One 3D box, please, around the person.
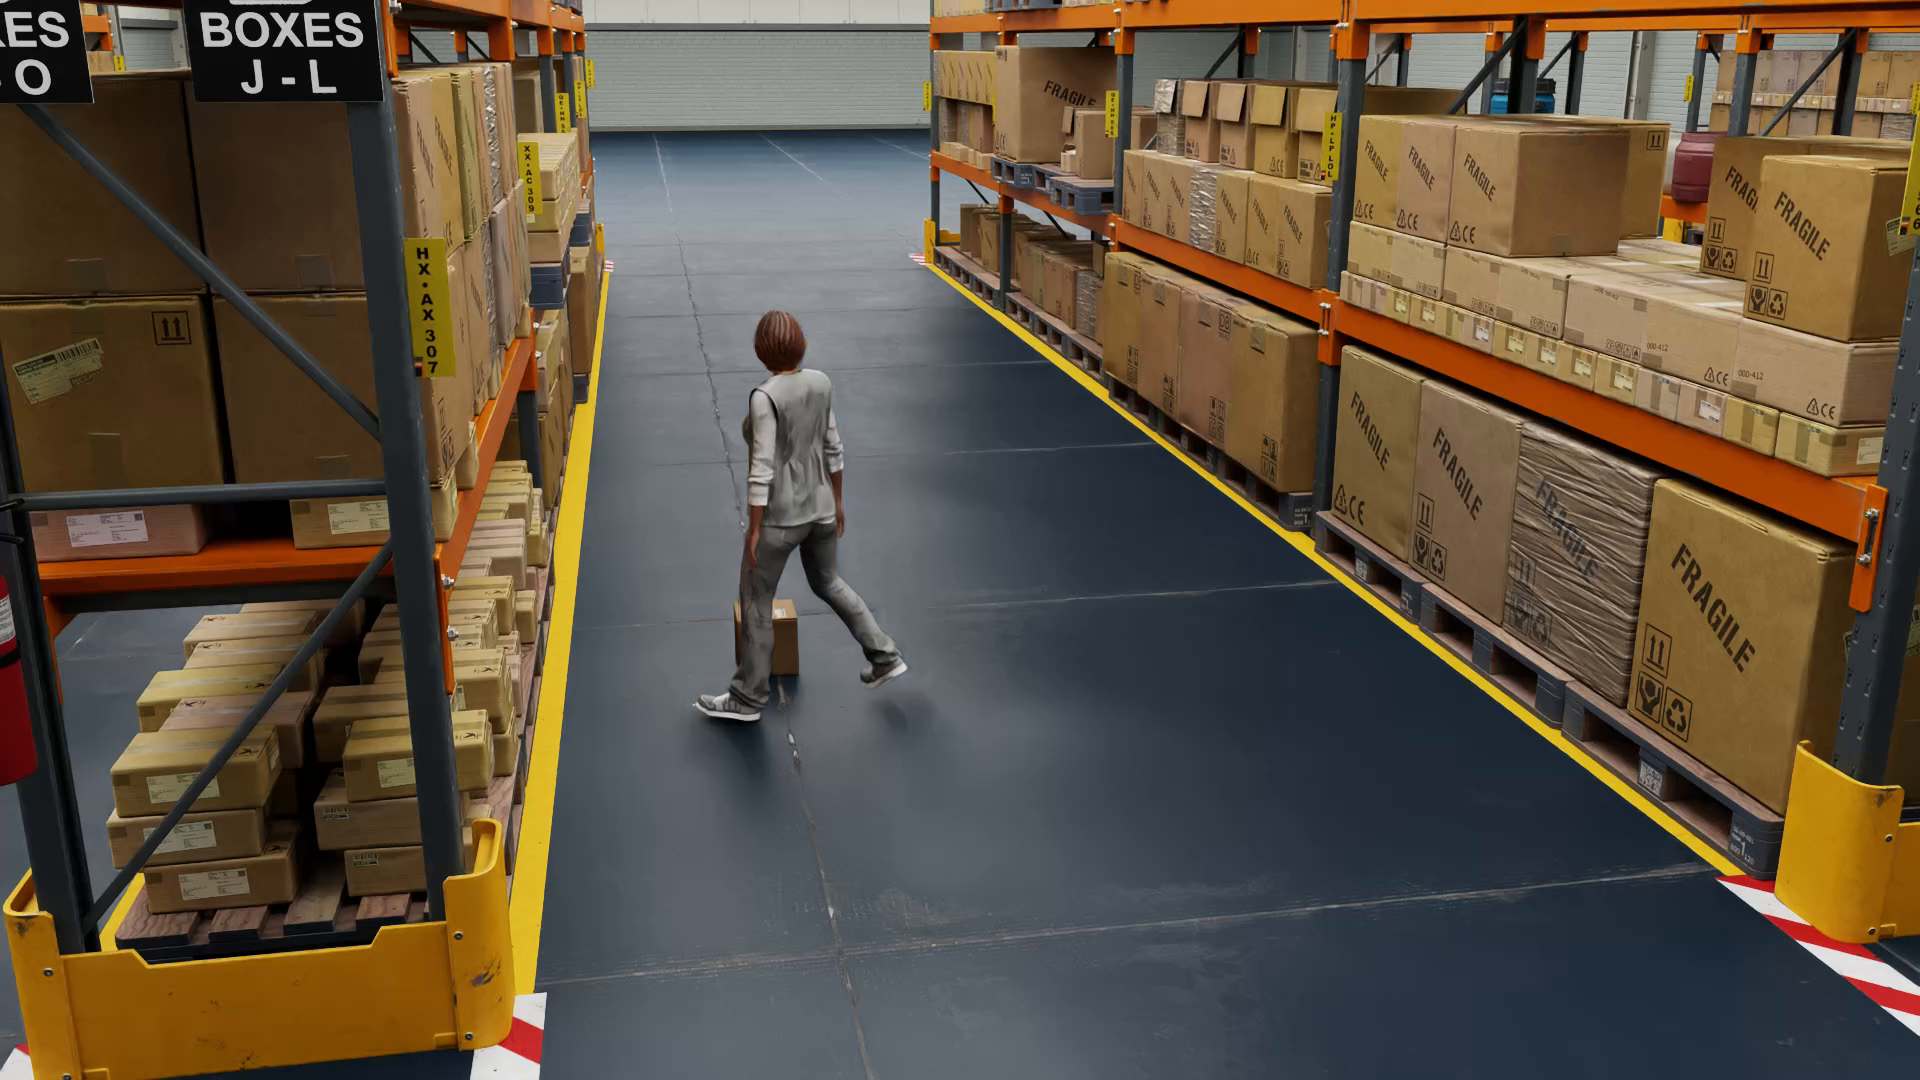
[{"bbox_3d":[-0.610,-0.082,6.345,0.629,1.562,0.625,13,21,37],"label":"person"}]
